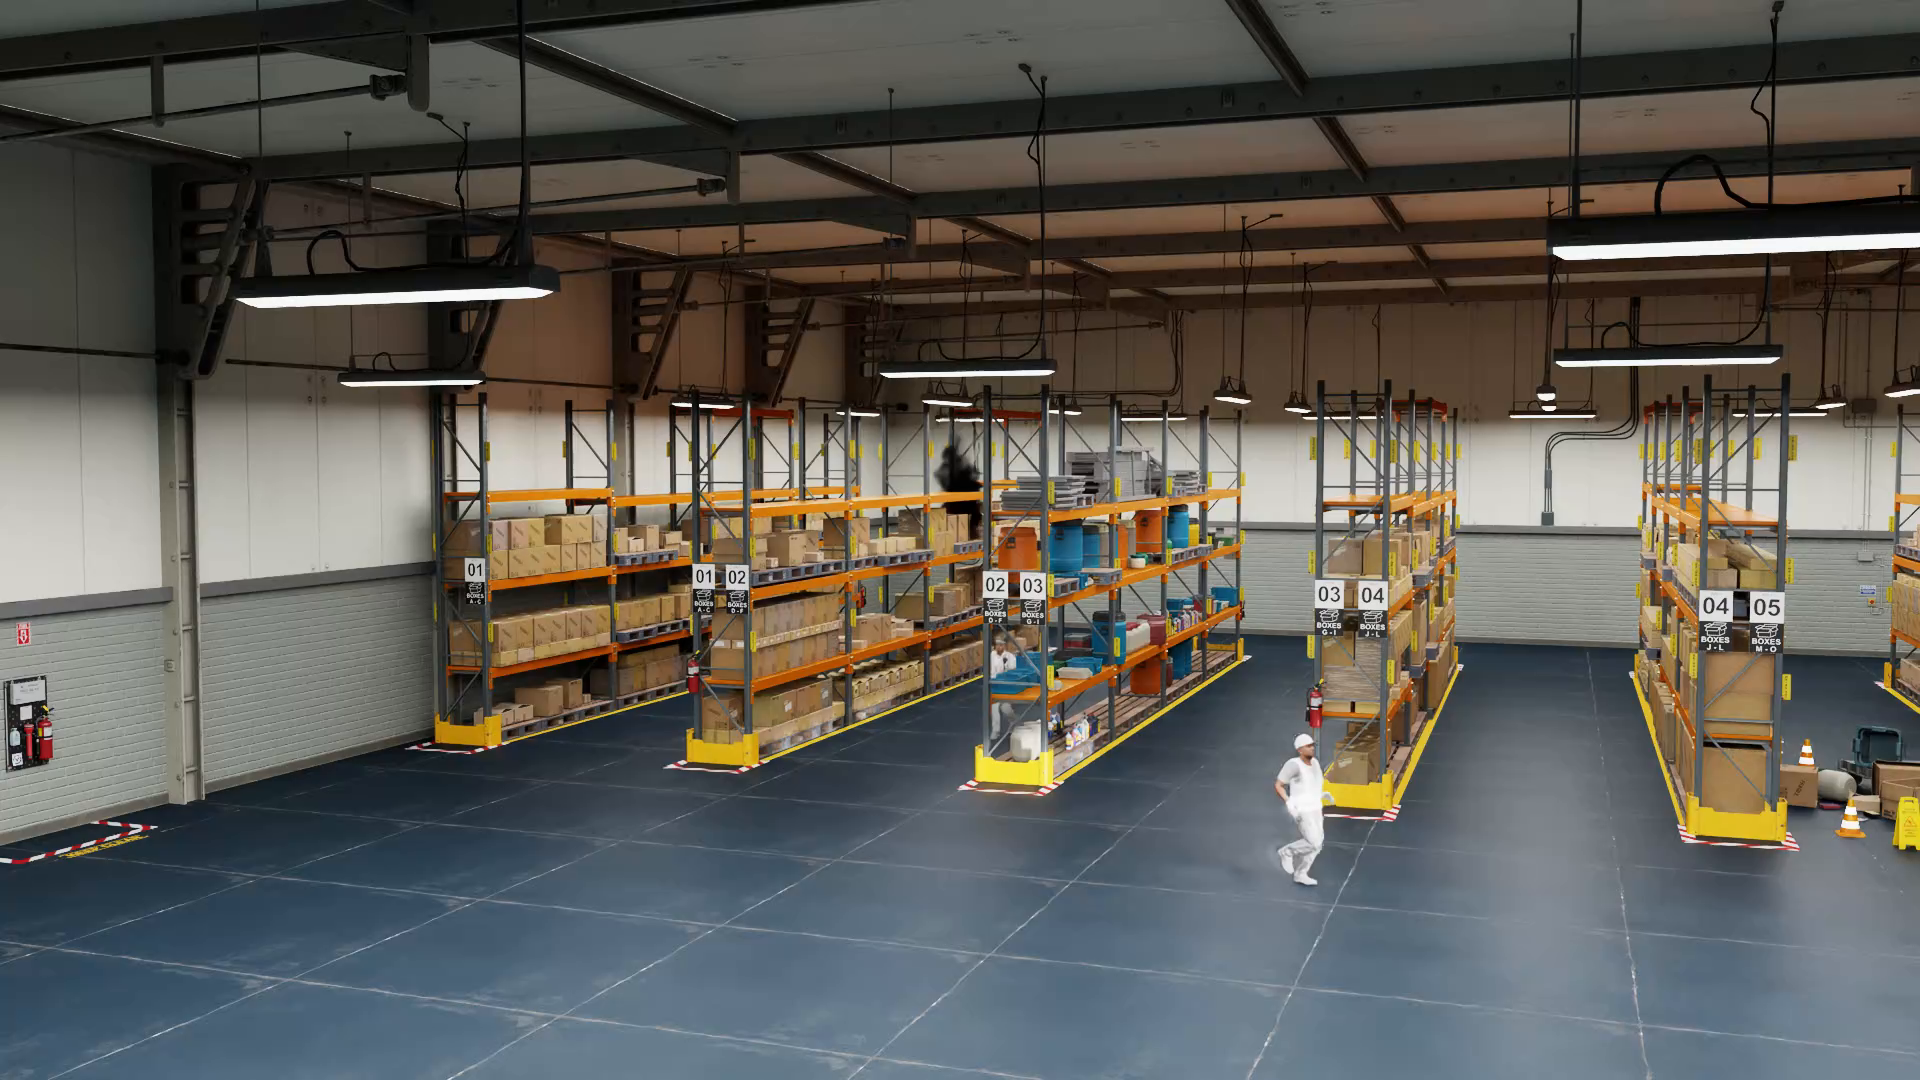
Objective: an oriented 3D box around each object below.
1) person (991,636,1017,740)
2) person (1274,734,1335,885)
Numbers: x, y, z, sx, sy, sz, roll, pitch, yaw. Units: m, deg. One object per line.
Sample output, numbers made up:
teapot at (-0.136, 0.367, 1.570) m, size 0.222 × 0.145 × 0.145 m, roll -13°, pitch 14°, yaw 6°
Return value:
person at (0.715, 2.559, 29.084) m, size 0.667 × 1.778 × 0.860 m, roll 1°, pitch 3°, yaw 22°
person at (4.001, 3.110, 19.191) m, size 0.684 × 1.732 × 0.594 m, roll -3°, pitch 4°, yaw -43°
